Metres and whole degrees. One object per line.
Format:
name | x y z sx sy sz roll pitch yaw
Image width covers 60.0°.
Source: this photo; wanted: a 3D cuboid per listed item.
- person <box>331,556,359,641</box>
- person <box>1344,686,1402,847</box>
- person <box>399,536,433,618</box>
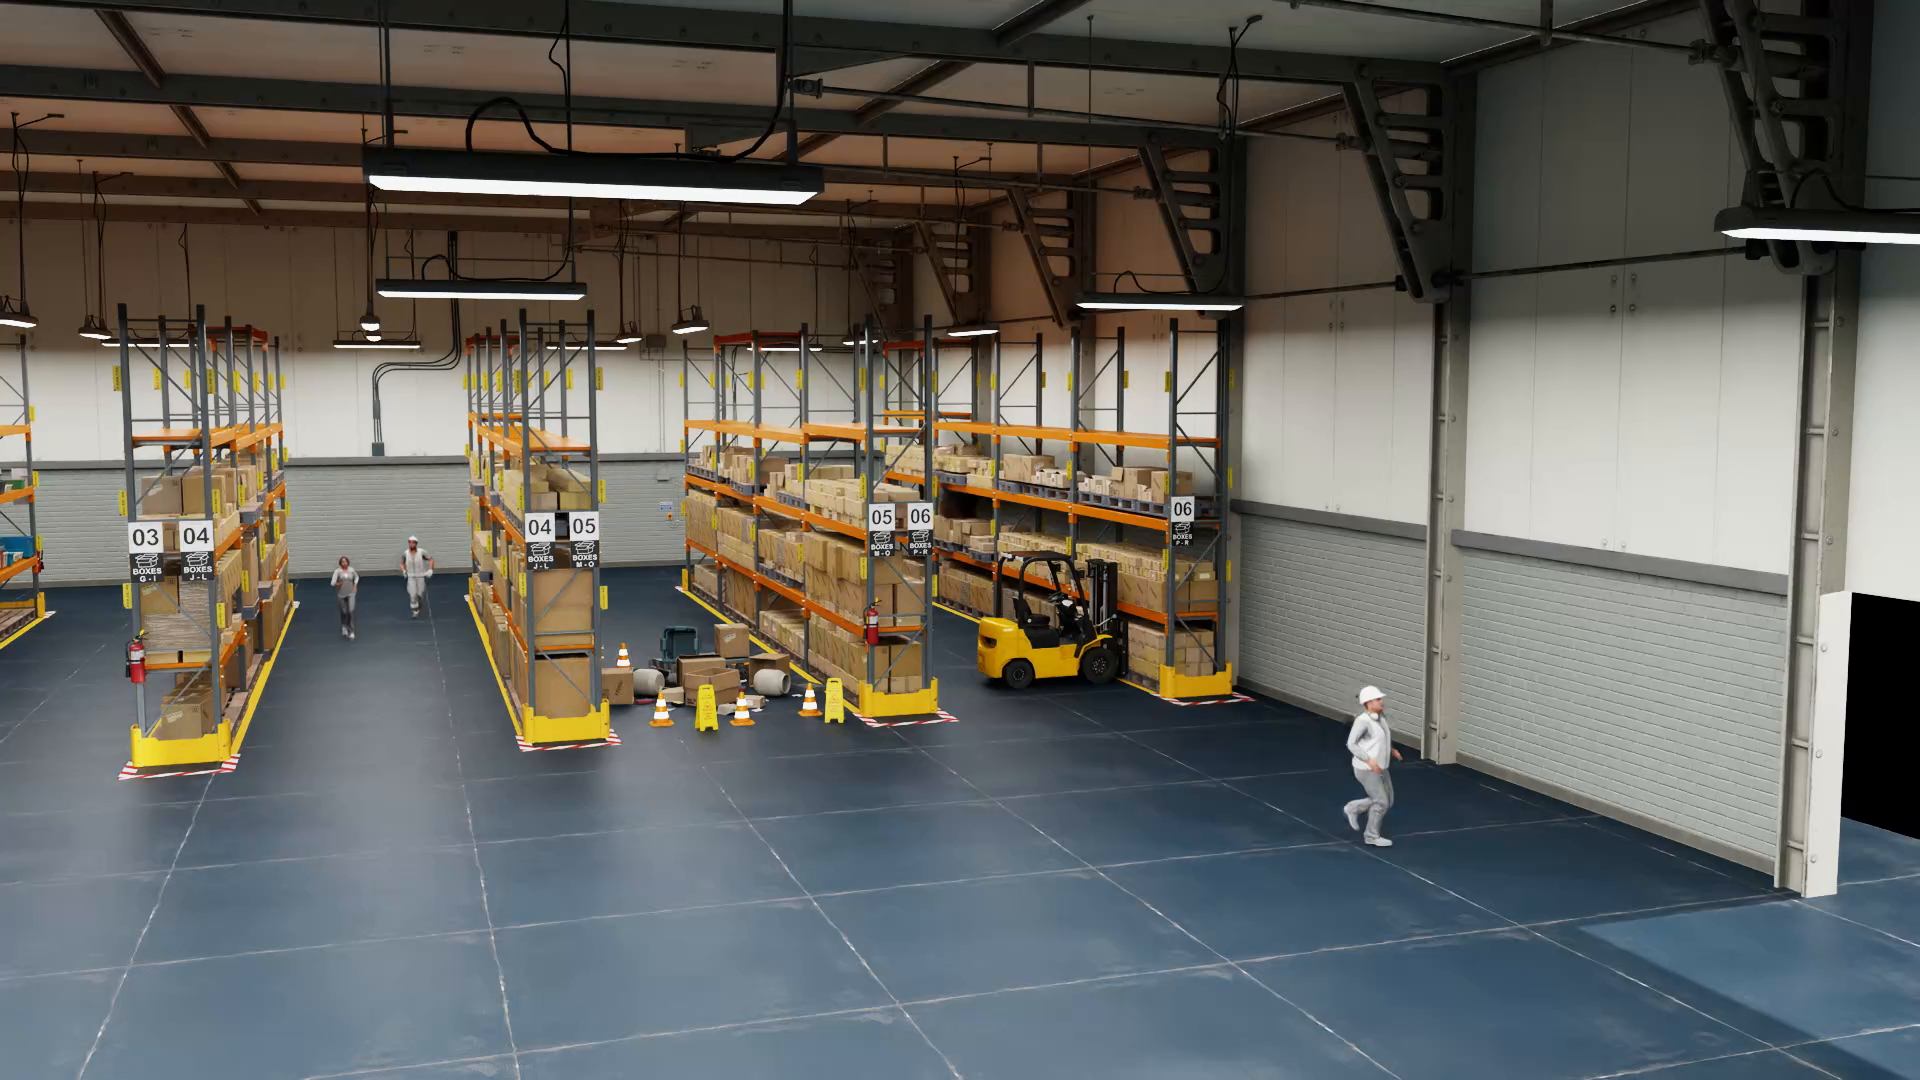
person | -11.975 1.117 32.405 0.531 1.621 0.805 -2 6 -24
person | 4.418 2.437 17.987 0.640 1.730 0.652 4 7 39
person | -11.545 0.792 35.296 0.691 1.744 0.677 -1 5 -9
